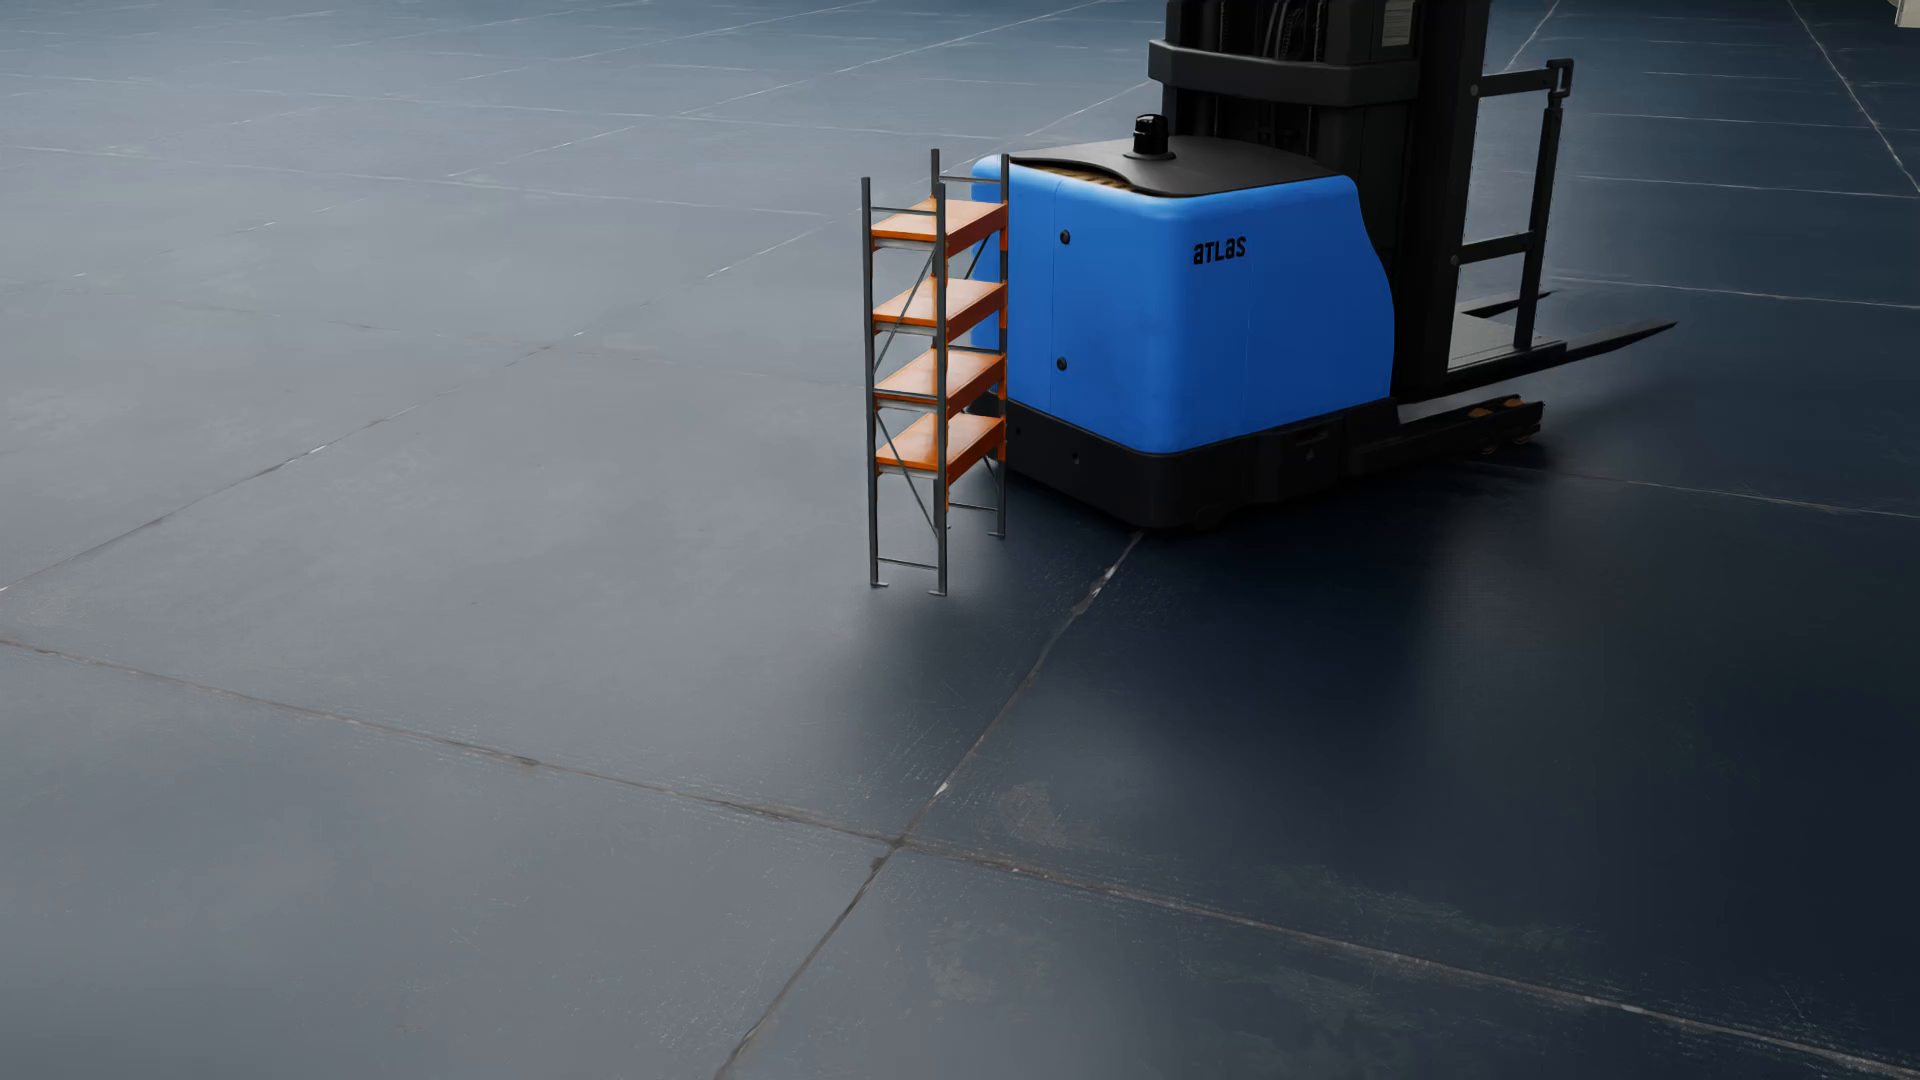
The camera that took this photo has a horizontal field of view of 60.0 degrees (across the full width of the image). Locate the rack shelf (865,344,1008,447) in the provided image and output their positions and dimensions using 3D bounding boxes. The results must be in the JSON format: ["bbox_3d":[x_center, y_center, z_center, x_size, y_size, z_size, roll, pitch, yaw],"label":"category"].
[{"bbox_3d":[-0.062,-0.432,4.903,0.258,0.148,0.480,9,24,20],"label":"rack shelf"}]

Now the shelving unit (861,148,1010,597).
[{"bbox_3d":[-0.062,-0.494,4.877,0.258,1.200,0.503,9,24,20],"label":"shelving unit"}]

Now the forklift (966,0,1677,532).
[{"bbox_3d":[1.516,-1.808,5.776,3.031,2.935,1.130,-15,27,-32],"label":"forklift"}]

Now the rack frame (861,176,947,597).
[{"bbox_3d":[-0.152,-0.407,4.668,0.240,1.200,0.015,9,24,20],"label":"rack frame"}]

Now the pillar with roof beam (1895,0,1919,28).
[{"bbox_3d":[7.554,-11.017,19.949,9.100,9.000,0.400,9,24,20],"label":"pillar with roof beam"}]

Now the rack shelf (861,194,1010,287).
[{"bbox_3d":[-0.062,-0.857,4.725,0.258,0.148,0.480,9,24,20],"label":"rack shelf"}]

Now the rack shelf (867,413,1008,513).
[{"bbox_3d":[-0.061,-0.249,4.979,0.258,0.148,0.480,9,24,20],"label":"rack shelf"}]

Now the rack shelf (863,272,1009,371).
[{"bbox_3d":[-0.062,-0.639,4.817,0.258,0.148,0.480,9,24,20],"label":"rack shelf"}]

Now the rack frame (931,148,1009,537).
[{"bbox_3d":[0.029,-0.582,5.086,0.240,1.200,0.015,9,24,20],"label":"rack frame"}]
